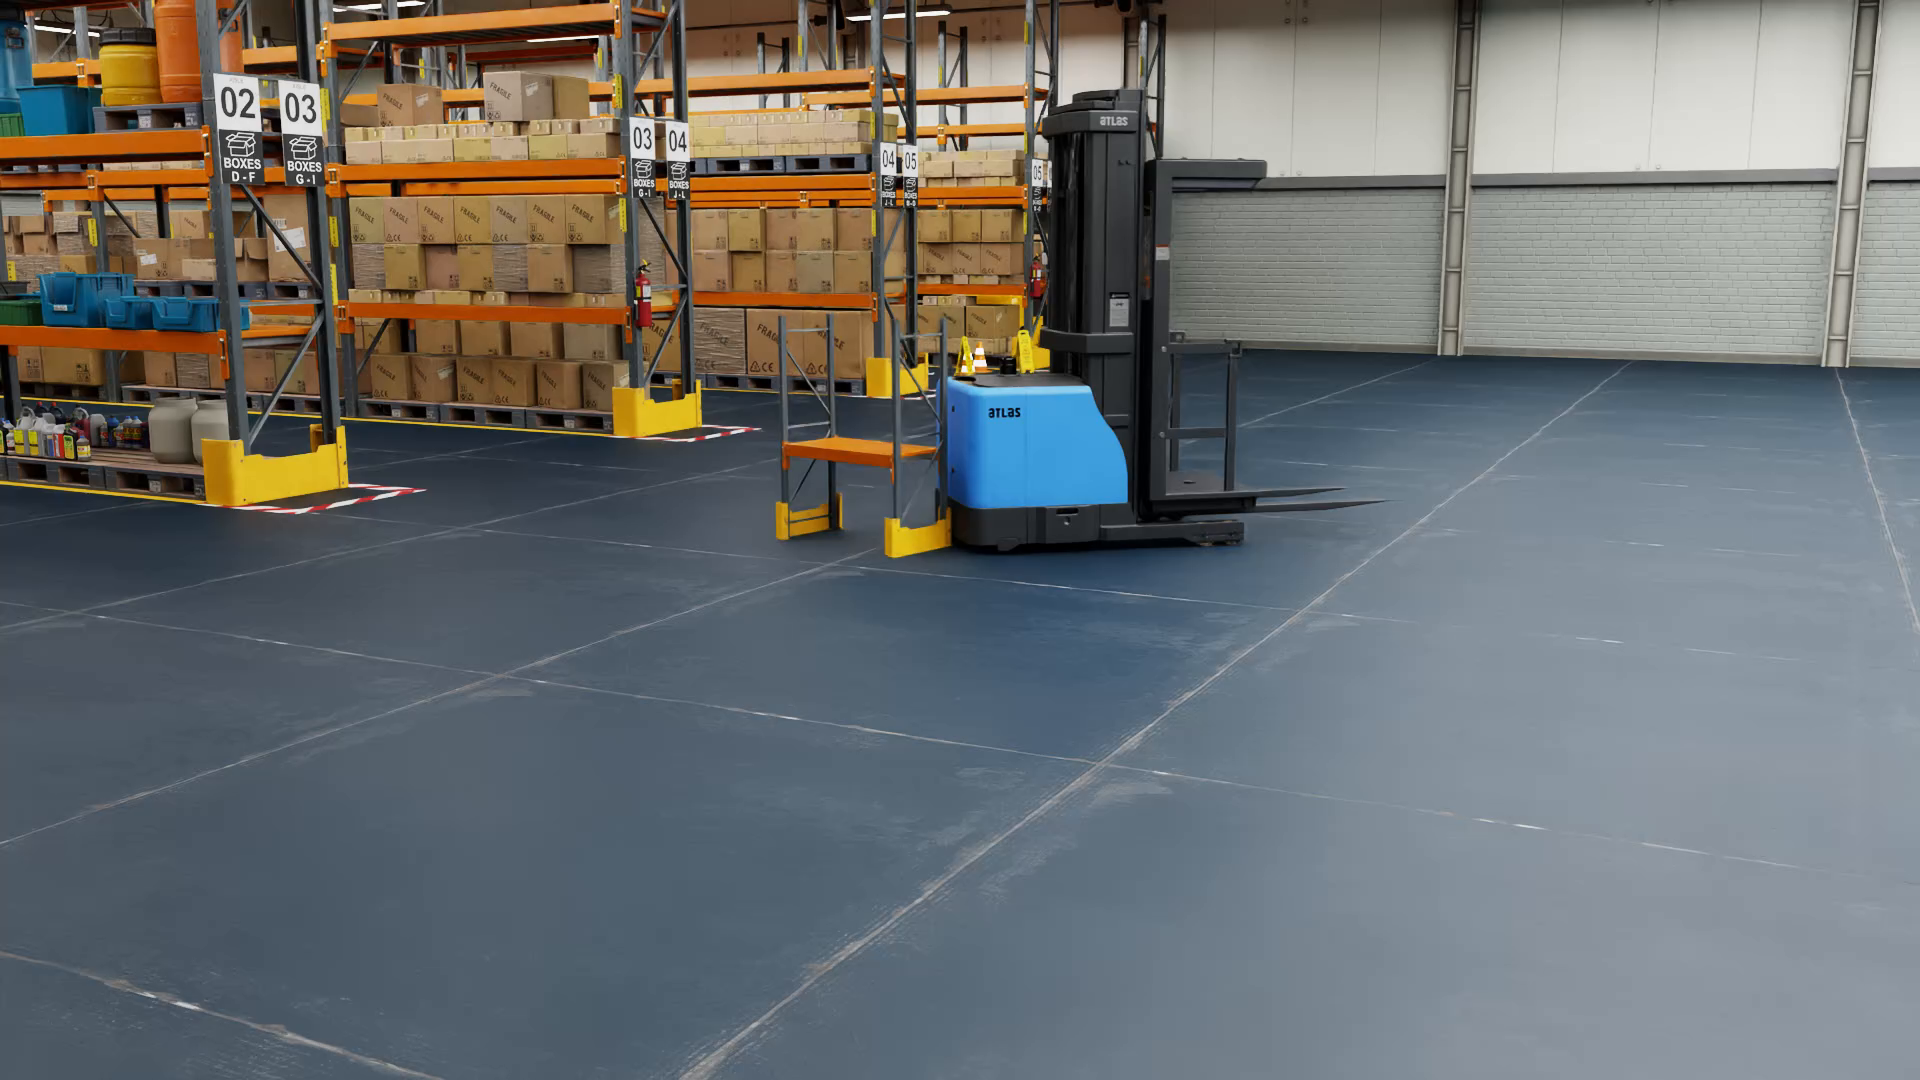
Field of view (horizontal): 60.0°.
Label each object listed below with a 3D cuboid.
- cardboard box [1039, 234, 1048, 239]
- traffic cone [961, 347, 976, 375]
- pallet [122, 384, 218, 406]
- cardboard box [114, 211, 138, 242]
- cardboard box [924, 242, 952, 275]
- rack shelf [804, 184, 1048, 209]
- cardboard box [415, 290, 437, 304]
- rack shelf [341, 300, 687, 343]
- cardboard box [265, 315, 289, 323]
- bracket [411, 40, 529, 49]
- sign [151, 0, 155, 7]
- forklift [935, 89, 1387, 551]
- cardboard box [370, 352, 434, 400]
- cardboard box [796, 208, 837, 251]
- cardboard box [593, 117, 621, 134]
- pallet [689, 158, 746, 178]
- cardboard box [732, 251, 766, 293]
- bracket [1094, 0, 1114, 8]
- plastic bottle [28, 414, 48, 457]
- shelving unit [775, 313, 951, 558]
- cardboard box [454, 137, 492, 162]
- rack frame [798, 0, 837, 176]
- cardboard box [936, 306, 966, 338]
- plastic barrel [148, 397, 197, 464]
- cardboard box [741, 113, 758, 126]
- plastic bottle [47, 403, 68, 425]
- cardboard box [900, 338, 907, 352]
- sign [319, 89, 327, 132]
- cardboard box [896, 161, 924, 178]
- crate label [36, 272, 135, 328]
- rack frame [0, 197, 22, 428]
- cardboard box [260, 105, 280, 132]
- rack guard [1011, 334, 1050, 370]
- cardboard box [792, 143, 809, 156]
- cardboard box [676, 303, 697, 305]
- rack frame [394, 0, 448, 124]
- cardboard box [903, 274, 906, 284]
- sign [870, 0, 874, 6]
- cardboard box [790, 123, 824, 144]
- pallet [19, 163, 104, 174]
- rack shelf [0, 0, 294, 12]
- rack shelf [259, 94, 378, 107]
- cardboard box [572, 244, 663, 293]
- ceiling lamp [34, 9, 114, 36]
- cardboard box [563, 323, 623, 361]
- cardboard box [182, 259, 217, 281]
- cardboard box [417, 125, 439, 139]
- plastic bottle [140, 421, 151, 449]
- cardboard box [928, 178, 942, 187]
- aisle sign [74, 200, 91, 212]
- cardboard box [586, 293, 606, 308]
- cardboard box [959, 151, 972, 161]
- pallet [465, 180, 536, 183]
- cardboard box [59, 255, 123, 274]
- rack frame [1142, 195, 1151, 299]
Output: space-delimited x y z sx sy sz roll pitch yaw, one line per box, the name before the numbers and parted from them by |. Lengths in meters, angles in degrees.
cardboard box | 1.662 -5.632 30.990 0.250 0.149 0.380 5 11 27
traffic cone | 0.119 -2.585 24.216 0.334 0.463 0.336 5 11 26
pallet | -9.598 -1.824 20.714 1.213 0.211 1.003 5 11 26
cardboard box | -13.531 -5.159 27.390 0.500 0.500 0.500 5 11 24
cardboard box | -0.242 -4.484 26.470 0.500 0.500 0.500 5 11 26
rack shelf | -0.532 -5.490 26.737 4.000 0.370 1.077 5 11 26
cardboard box | -5.762 -2.672 18.278 0.250 0.149 0.380 5 11 26
rack shelf | -4.917 -2.431 18.259 4.000 0.370 1.077 5 11 26
cardboard box | -10.575 -3.561 26.215 0.500 0.250 0.500 5 12 27
bracket | -10.373 -11.050 36.908 4.783 0.066 0.076 5 11 26
sign | -10.067 -6.796 20.666 0.005 0.325 0.100 5 11 26
forklift | 1.402 -1.487 11.216 3.031 2.935 1.130 -3 11 -14
cardboard box | -6.370 -1.881 19.041 0.500 0.500 0.500 5 11 24
cardboard box | -1.688 -4.081 21.901 0.550 0.550 0.875 5 11 26
cardboard box | -3.511 -4.198 16.880 0.250 0.149 0.380 5 11 26
pallet | -3.696 -5.093 22.774 1.213 0.211 1.003 5 11 26
cardboard box | -2.634 -3.646 22.534 0.500 0.550 0.875 5 11 26
bracket | 2.699 -9.901 30.562 0.430 0.232 0.235 5 11 26
plastic bottle | -7.645 -0.871 13.826 0.185 0.351 0.144 6 12 28
shelving unit | -0.652 -0.724 11.021 1.083 1.500 0.587 8 13 39
cardboard box | -5.027 -4.146 17.716 0.500 0.250 0.500 5 11 25
rack frame | -2.326 -7.477 27.276 0.127 3.000 1.000 5 11 26
cardboard box | -0.042 -3.495 26.552 0.500 0.500 0.500 6 12 28
plastic barrel | -6.389 -0.898 13.575 0.421 0.512 0.421 0 10 0
cardboard box | -2.658 -5.505 21.806 0.250 0.149 0.380 5 11 26
plastic bottle | -8.025 -1.045 14.782 0.185 0.351 0.144 4 11 23
cardboard box | -0.956 -3.207 27.072 0.500 0.250 0.500 5 11 25
sign | -5.068 -3.404 13.169 0.005 0.325 0.100 5 11 26
cardboard box | -0.689 -5.875 26.433 0.500 0.250 0.500 5 11 26
crate label | -7.085 -1.955 13.513 0.616 0.435 0.502 5 11 26
rack frame | -8.902 -2.151 14.695 0.127 3.000 1.000 5 11 26
cardboard box | -7.934 -4.803 19.453 0.637 0.503 0.797 6 12 28
rack guard | 1.193 -2.986 26.325 0.348 0.500 1.175 5 11 26
cardboard box | -1.969 -5.052 21.544 0.250 0.149 0.380 5 11 26
cardboard box | -5.583 -4.729 34.776 0.500 0.500 0.500 5 11 24
rack frame | -8.013 -6.994 24.606 0.127 3.000 1.000 5 11 26
cardboard box | -0.804 -4.208 26.762 0.250 0.149 0.380 5 11 26
sign | -1.091 -6.777 20.560 0.005 0.325 0.100 5 11 26
cardboard box | -1.849 -5.249 21.515 0.500 0.250 0.500 5 11 26
pallet | -10.899 -4.683 20.790 1.003 0.211 1.213 6 12 28
rack shelf | -7.109 -4.395 13.389 4.000 0.370 1.077 5 11 26
rack shelf | -9.806 -6.601 25.576 4.000 0.370 1.077 5 11 26
cardboard box | -3.605 -2.871 17.552 0.500 0.500 0.875 5 11 26
ceiling lamp | -16.567 -11.119 31.010 0.800 3.185 2.000 5 11 26
cardboard box | -5.022 -2.861 23.752 0.750 0.750 1.050 5 11 26
cardboard box | -8.897 -3.222 19.850 0.500 0.250 0.500 5 11 24
cardboard box | -5.613 -4.384 17.908 0.250 0.149 0.380 5 11 25
plastic bottle | -6.998 -0.929 14.335 0.133 0.283 0.061 5 12 27
cardboard box | -0.318 -5.651 26.315 0.250 0.149 0.380 5 11 24
aisle sign | -15.120 -6.005 28.688 0.004 0.787 0.394 5 11 26
cardboard box | -3.694 -2.513 17.398 0.250 0.149 0.380 5 11 26
cardboard box | 0.171 -6.006 26.037 0.250 0.149 0.380 5 11 26
pallet | -6.408 -5.295 24.172 1.213 0.211 1.003 6 12 28
cardboard box | -10.850 -3.306 20.794 0.500 0.500 0.500 5 12 28
rack frame | 3.454 -5.003 30.451 0.127 3.000 1.000 5 11 26
